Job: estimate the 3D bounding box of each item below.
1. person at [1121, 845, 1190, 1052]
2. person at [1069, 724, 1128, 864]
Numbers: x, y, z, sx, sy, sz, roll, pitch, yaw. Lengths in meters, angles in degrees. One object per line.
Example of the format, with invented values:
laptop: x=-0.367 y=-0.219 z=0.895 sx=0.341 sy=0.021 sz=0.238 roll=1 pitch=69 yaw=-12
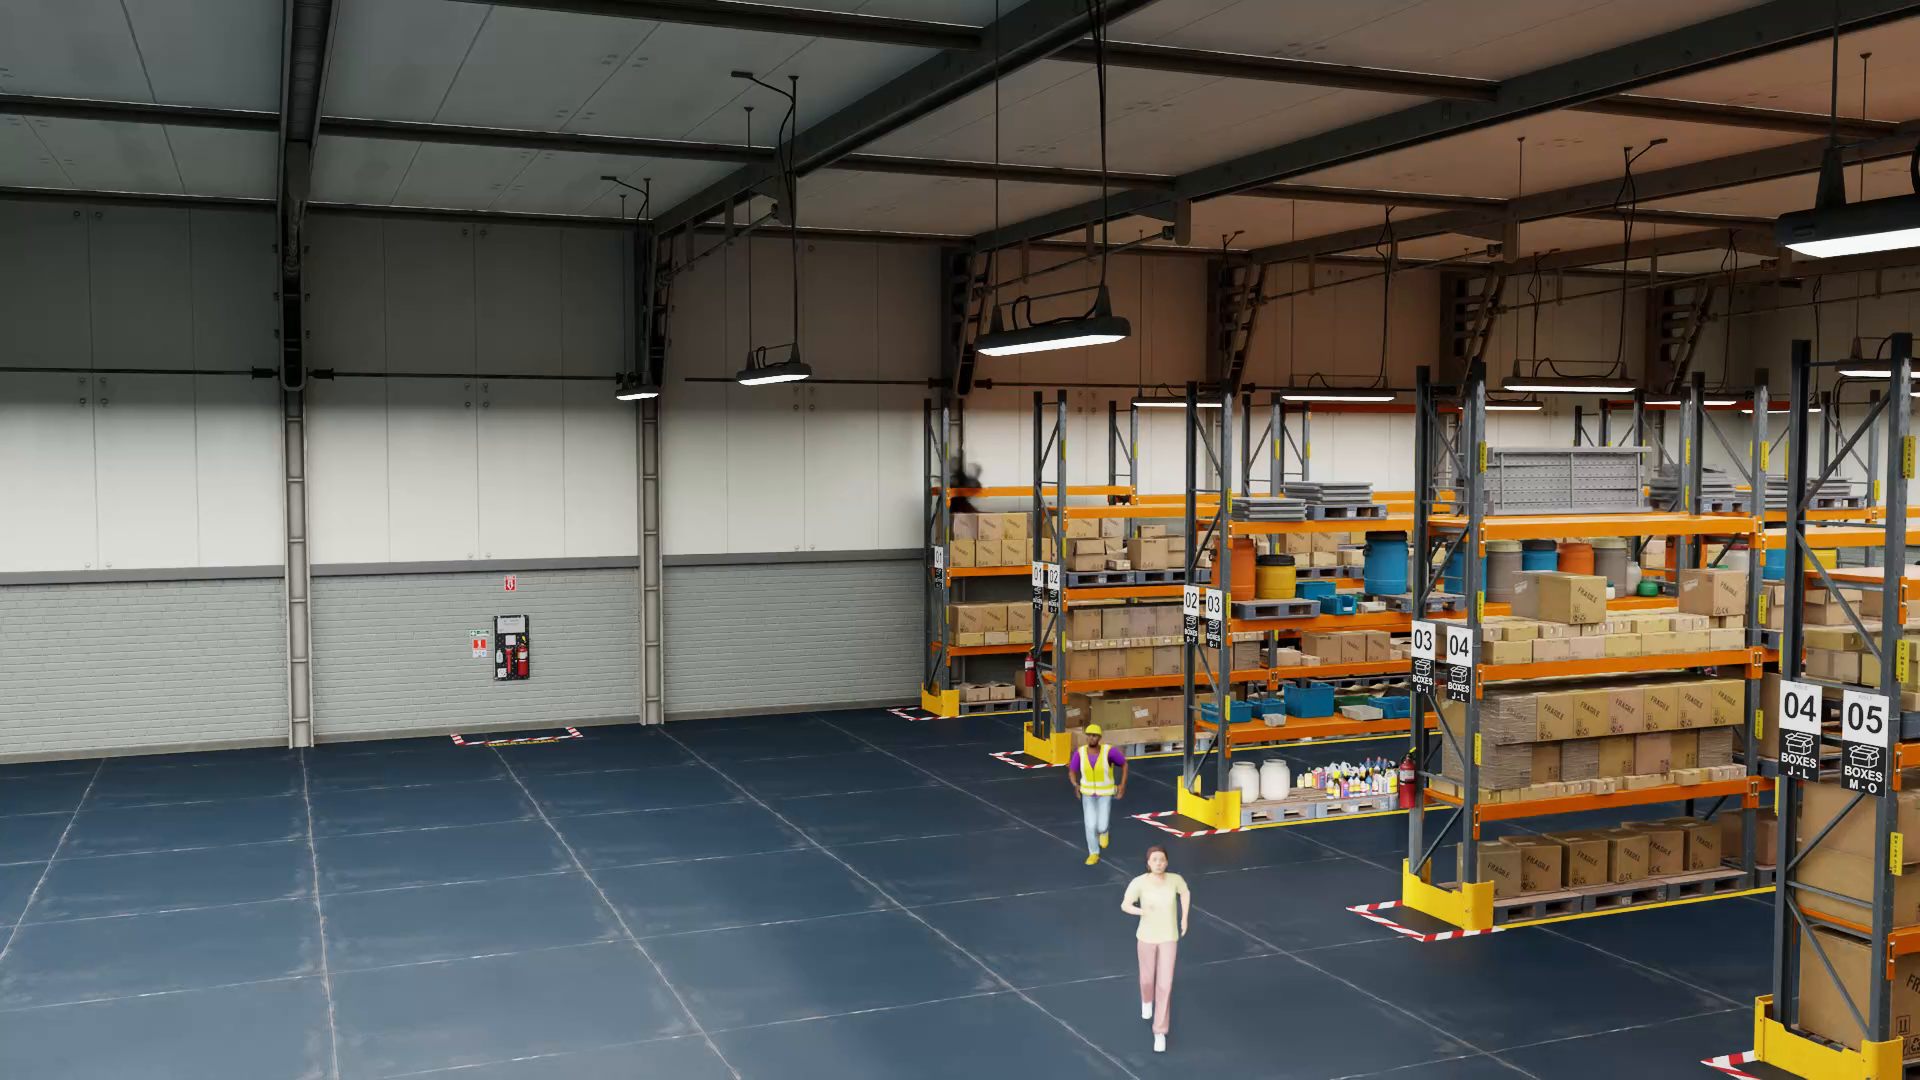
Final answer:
person: x=1.697 y=3.454 z=14.385 sx=0.607 sy=1.658 sz=0.936 roll=0 pitch=3 yaw=2
person: x=1.684 y=3.109 z=20.394 sx=0.721 sy=1.725 sz=0.654 roll=1 pitch=3 yaw=15
